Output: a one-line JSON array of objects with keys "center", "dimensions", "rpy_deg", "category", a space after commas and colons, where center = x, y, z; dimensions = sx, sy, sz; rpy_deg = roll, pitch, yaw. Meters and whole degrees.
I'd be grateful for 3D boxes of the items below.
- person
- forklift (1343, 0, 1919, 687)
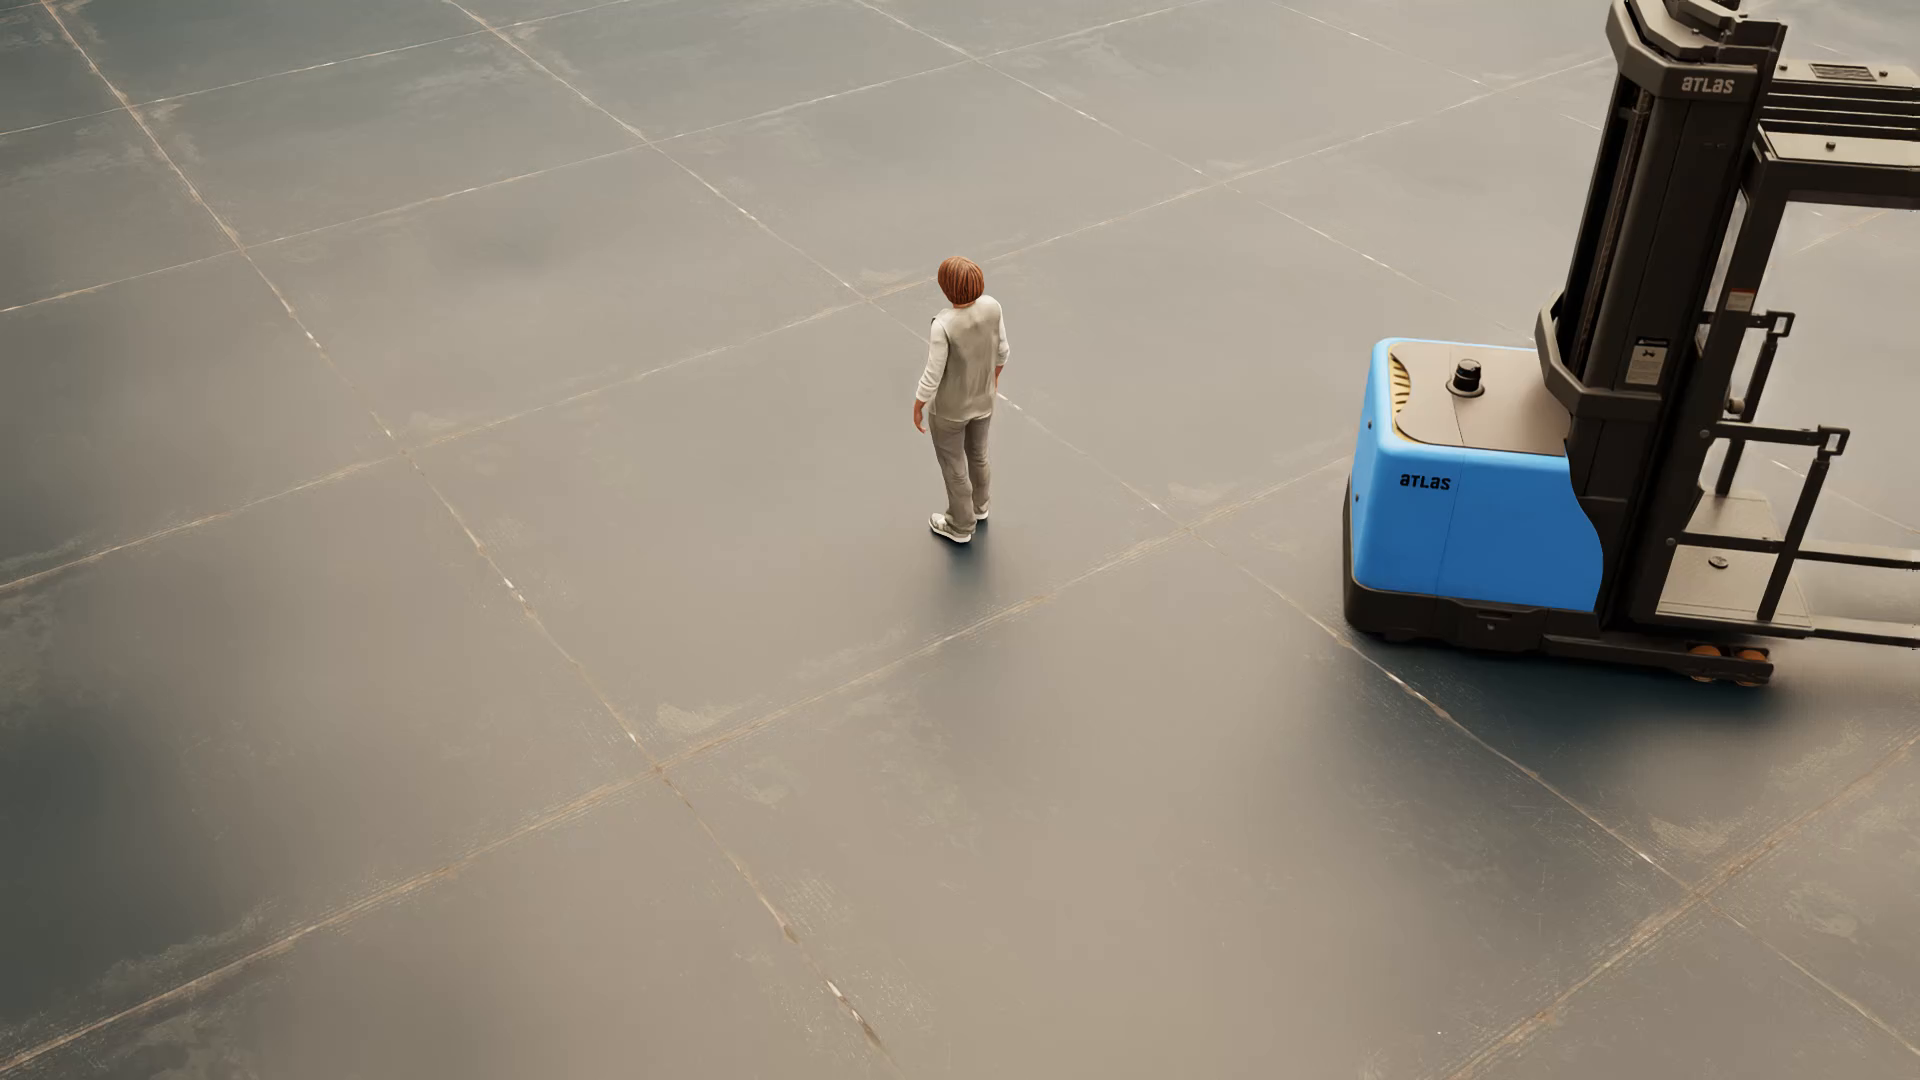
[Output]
[{"center": [-0.032, -0.689, 7.986], "dimensions": [0.521, 1.599, 0.473], "rpy_deg": [-23, 42, -28], "category": "person"}, {"center": [3.370, -0.858, 7.105], "dimensions": [3.031, 2.935, 1.130], "rpy_deg": [6, 37, 8], "category": "forklift"}]
